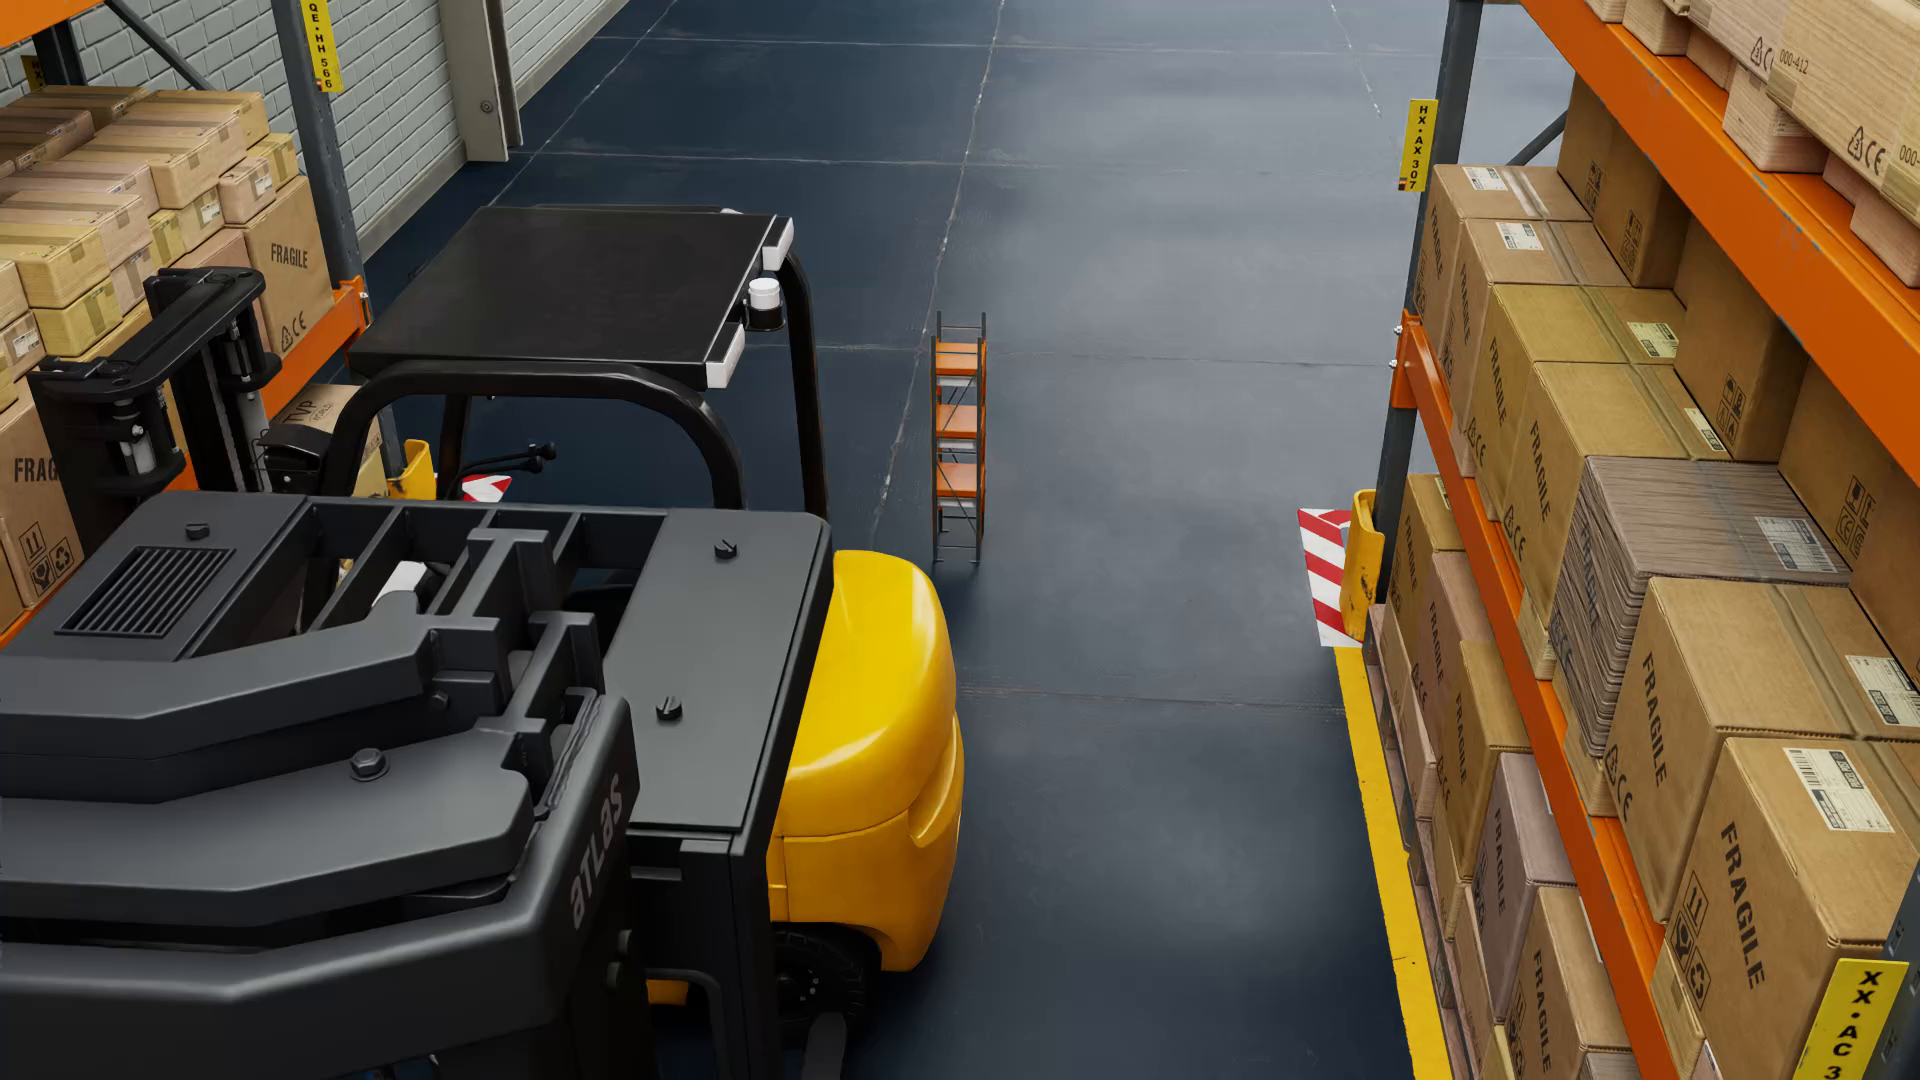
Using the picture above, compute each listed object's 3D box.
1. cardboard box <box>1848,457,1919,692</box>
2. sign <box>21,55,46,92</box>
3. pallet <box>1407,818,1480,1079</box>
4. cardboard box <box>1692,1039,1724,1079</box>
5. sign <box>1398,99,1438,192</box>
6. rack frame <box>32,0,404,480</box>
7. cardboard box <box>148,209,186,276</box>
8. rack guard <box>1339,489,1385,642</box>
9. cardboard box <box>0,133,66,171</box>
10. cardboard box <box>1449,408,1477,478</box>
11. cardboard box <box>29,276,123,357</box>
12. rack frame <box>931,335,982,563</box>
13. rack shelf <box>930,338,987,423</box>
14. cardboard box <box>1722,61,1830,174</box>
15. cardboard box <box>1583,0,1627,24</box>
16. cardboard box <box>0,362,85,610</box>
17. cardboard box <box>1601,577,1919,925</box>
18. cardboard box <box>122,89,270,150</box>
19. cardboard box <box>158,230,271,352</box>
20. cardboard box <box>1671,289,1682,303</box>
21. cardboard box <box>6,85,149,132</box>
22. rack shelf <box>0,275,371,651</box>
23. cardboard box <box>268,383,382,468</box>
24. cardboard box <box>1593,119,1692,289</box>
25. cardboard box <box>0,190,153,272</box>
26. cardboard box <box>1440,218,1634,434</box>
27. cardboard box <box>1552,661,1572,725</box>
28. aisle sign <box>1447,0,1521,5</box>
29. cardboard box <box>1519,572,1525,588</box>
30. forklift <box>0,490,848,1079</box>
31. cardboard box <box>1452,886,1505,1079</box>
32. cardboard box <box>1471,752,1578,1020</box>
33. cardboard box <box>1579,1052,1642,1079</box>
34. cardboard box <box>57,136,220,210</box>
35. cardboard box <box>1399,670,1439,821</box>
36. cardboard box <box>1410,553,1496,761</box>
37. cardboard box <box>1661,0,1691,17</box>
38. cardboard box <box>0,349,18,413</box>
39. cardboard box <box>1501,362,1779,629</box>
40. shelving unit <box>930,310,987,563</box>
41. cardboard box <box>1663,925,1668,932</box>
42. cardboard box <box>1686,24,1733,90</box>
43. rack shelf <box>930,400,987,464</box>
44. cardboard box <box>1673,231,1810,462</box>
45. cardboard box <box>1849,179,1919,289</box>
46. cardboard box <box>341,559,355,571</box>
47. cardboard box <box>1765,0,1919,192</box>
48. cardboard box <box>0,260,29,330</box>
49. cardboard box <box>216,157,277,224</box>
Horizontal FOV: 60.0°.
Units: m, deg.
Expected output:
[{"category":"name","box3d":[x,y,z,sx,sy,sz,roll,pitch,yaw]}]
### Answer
[{"category":"cardboard box","box3d":[2.129,0.029,3.012,0.700,0.500,0.500,3,32,4]},{"category":"sign","box3d":[-3.361,-1.620,6.119,0.100,0.325,0.005,2,32,4]},{"category":"pallet","box3d":[1.930,1.306,4.930,1.003,0.211,1.213,2,32,4]},{"category":"cardboard box","box3d":[1.536,1.037,2.948,0.380,0.149,0.250,2,32,3]},{"category":"sign","box3d":[1.598,-1.372,5.793,0.100,0.325,0.005,2,32,4]},{"category":"rack frame","box3d":[-2.808,-1.191,6.323,1.000,3.000,0.127,2,32,4]},{"category":"cardboard box","box3d":[-2.662,-0.919,5.169,0.380,0.149,0.250,2,32,4]},{"category":"rack guard","box3d":[2.133,0.123,6.574,1.175,0.500,0.348,2,32,4]},{"category":"cardboard box","box3d":[-3.111,-1.196,5.334,0.380,0.149,0.250,3,32,5]},{"category":"cardboard box","box3d":[1.730,-0.306,5.127,0.380,0.149,0.250,3,32,5]},{"category":"cardboard box","box3d":[-2.637,-0.644,4.723,0.380,0.149,0.250,3,32,4]},{"category":"rack frame","box3d":[-0.014,-0.355,6.826,0.200,1.050,0.008,2,32,4]},{"category":"rack shelf","box3d":[-0.004,-0.652,6.786,0.215,0.259,0.240,2,32,4]},{"category":"cardboard box","box3d":[1.633,-0.775,3.028,0.380,0.149,0.250,3,32,5]},{"category":"cardboard box","box3d":[1.687,-1.315,3.906,0.380,0.149,0.250,3,32,5]},{"category":"cardboard box","box3d":[-2.710,-0.163,4.559,0.500,0.500,0.500,3,32,4]},{"category":"cardboard box","box3d":[1.637,0.429,3.315,0.500,0.500,0.500,3,32,6]},{"category":"cardboard box","box3d":[-2.628,-1.440,5.730,0.380,0.149,0.250,3,32,4]},{"category":"cardboard box","box3d":[-2.638,-0.694,5.422,0.500,0.500,0.500,3,32,6]},{"category":"cardboard box","box3d":[2.324,-0.593,4.974,0.500,0.500,0.500,3,32,4]},{"category":"cardboard box","box3d":[-3.049,-1.470,5.778,0.380,0.149,0.250,2,32,3]},{"category":"rack shelf","box3d":[-2.971,0.161,4.815,1.077,0.370,4.000,2,32,4]},{"category":"cardboard box","box3d":[-2.535,-0.371,6.260,0.500,0.250,0.500,3,32,6]},{"category":"cardboard box","box3d":[2.266,-1.035,4.738,0.700,0.500,0.500,3,32,4]},{"category":"cardboard box","box3d":[-2.616,-0.904,4.860,0.380,0.149,0.250,3,32,5]},{"category":"cardboard box","box3d":[1.785,-0.643,5.056,0.500,0.500,0.500,3,32,5]},{"category":"cardboard box","box3d":[1.666,0.373,4.025,0.380,0.149,0.250,2,32,3]},{"category":"aisle sign","box3d":[1.835,-2.133,5.374,0.394,0.787,0.004,2,32,4]},{"category":"cardboard box","box3d":[1.730,0.108,4.456,0.380,0.149,0.250,2,32,3]},{"category":"forklift","box3d":[-0.767,1.052,2.749,1.130,2.935,3.031,2,32,3]},{"category":"cardboard box","box3d":[1.673,1.238,4.603,0.500,0.250,0.500,3,32,5]},{"category":"cardboard box","box3d":[1.674,0.930,4.388,0.500,0.500,0.500,4,32,7]},{"category":"cardboard box","box3d":[1.594,1.463,3.523,0.500,0.500,0.500,2,32,3]},{"category":"cardboard box","box3d":[-2.611,-1.172,5.295,0.380,0.149,0.250,3,32,5]},{"category":"cardboard box","box3d":[1.749,0.688,5.496,0.500,0.250,0.500,4,32,6]},{"category":"cardboard box","box3d":[1.758,0.388,5.267,0.500,0.500,0.500,1,32,2]},{"category":"cardboard box","box3d":[1.703,-1.268,3.448,0.500,0.250,0.500,3,32,5]},{"category":"cardboard box","box3d":[-2.700,-0.381,4.296,0.380,0.149,0.250,2,32,3]},{"category":"cardboard box","box3d":[1.712,-0.110,4.191,0.500,0.500,0.500,2,32,3]},{"category":"shelving unit","box3d":[-0.004,-0.419,6.929,0.215,1.050,0.252,2,32,4]},{"category":"cardboard box","box3d":[1.648,0.773,3.376,0.380,0.149,0.250,3,32,4]},{"category":"cardboard box","box3d":[1.756,-1.041,3.461,0.380,0.149,0.250,2,32,4]},{"category":"rack shelf","box3d":[-0.004,-0.410,6.935,0.215,0.259,0.240,2,32,4]},{"category":"cardboard box","box3d":[2.148,-0.509,3.885,0.700,0.500,0.500,2,32,4]},{"category":"cardboard box","box3d":[1.640,-0.500,2.583,0.380,0.149,0.250,3,32,4]},{"category":"cardboard box","box3d":[-2.532,0.060,6.514,0.500,0.250,0.500,3,32,4]},{"category":"cardboard box","box3d":[1.621,-0.735,2.585,0.500,0.250,0.500,2,32,3]},{"category":"cardboard box","box3d":[-2.747,-0.637,4.428,0.380,0.149,0.250,3,32,5]},{"category":"cardboard box","box3d":[-2.549,-1.181,5.594,0.380,0.149,0.250,3,32,5]}]
